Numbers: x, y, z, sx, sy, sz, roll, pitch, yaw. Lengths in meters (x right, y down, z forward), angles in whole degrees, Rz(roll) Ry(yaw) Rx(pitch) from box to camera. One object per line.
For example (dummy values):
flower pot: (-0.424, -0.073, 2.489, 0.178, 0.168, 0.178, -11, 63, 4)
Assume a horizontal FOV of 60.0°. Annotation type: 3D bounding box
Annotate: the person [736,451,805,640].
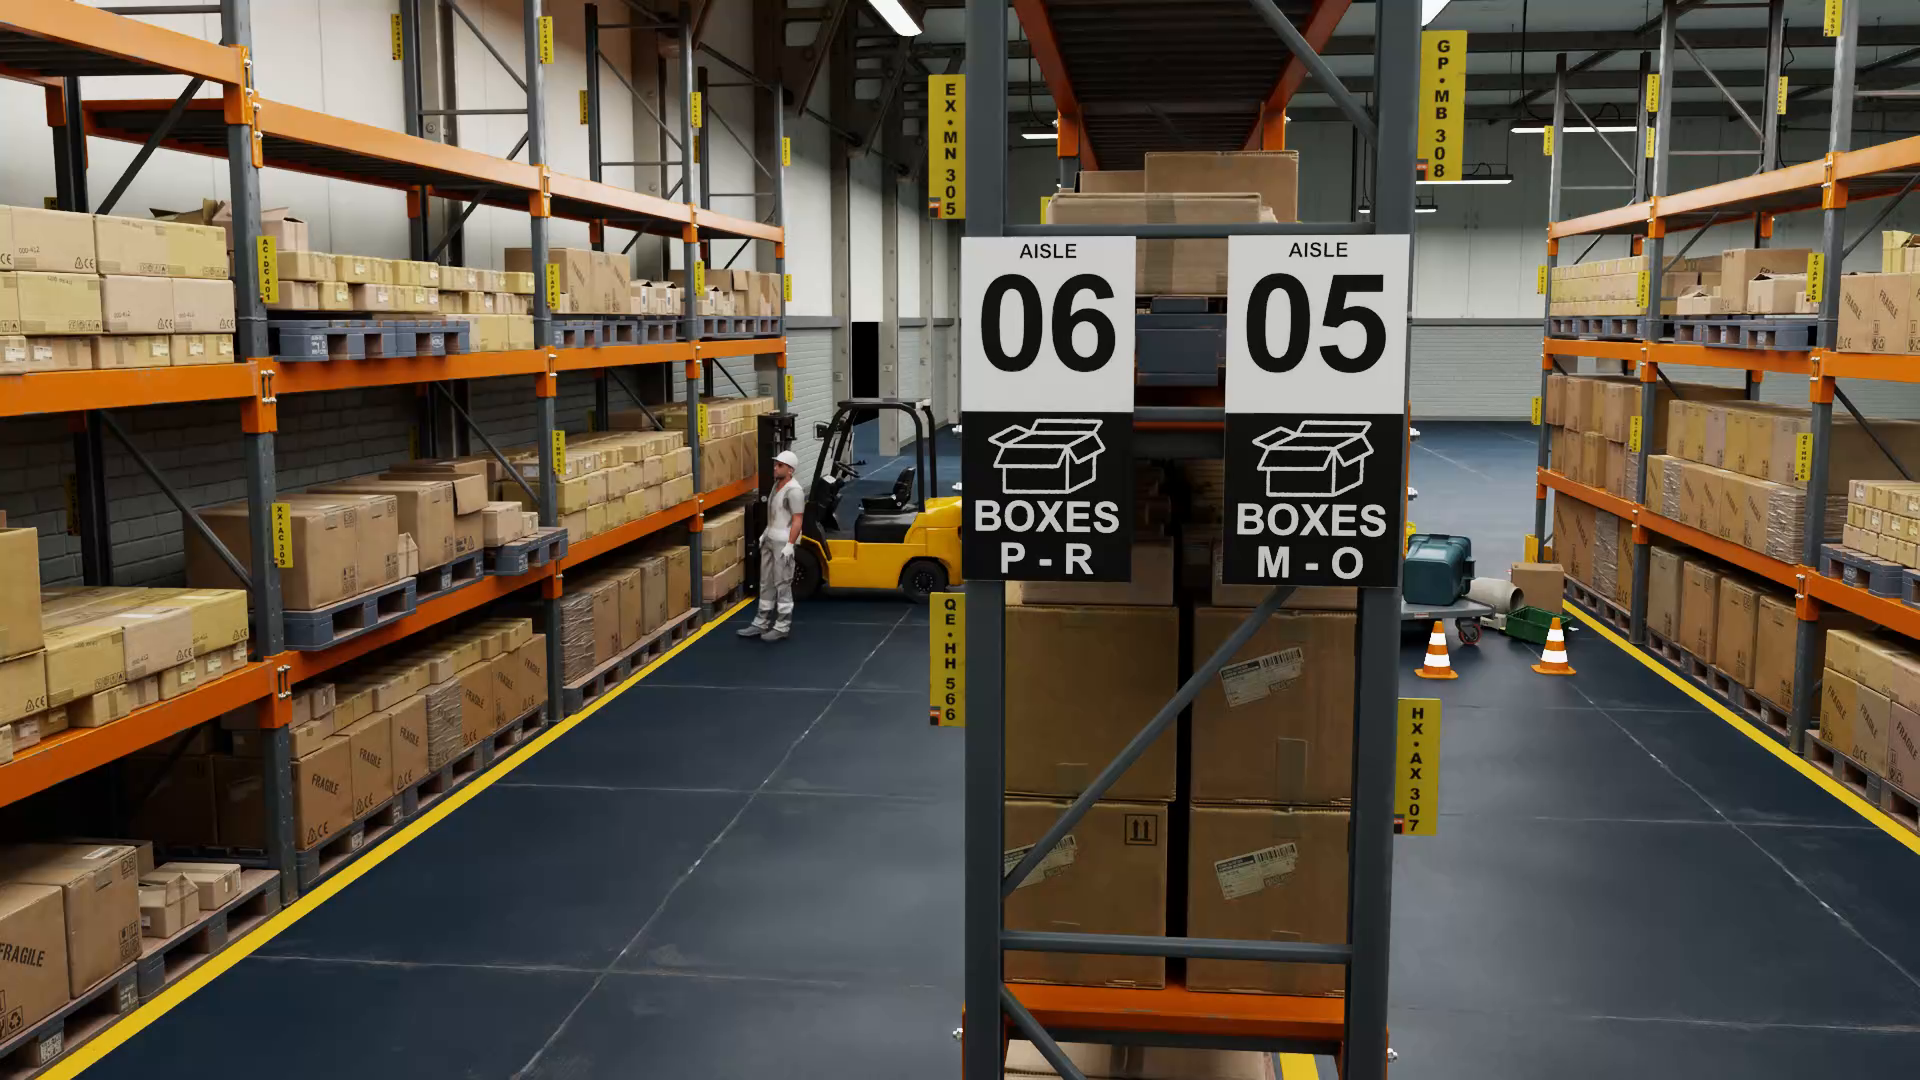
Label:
person: (-1.775, 0.050, 15.740, 0.562, 1.787, 0.637, -4, 9, -30)
